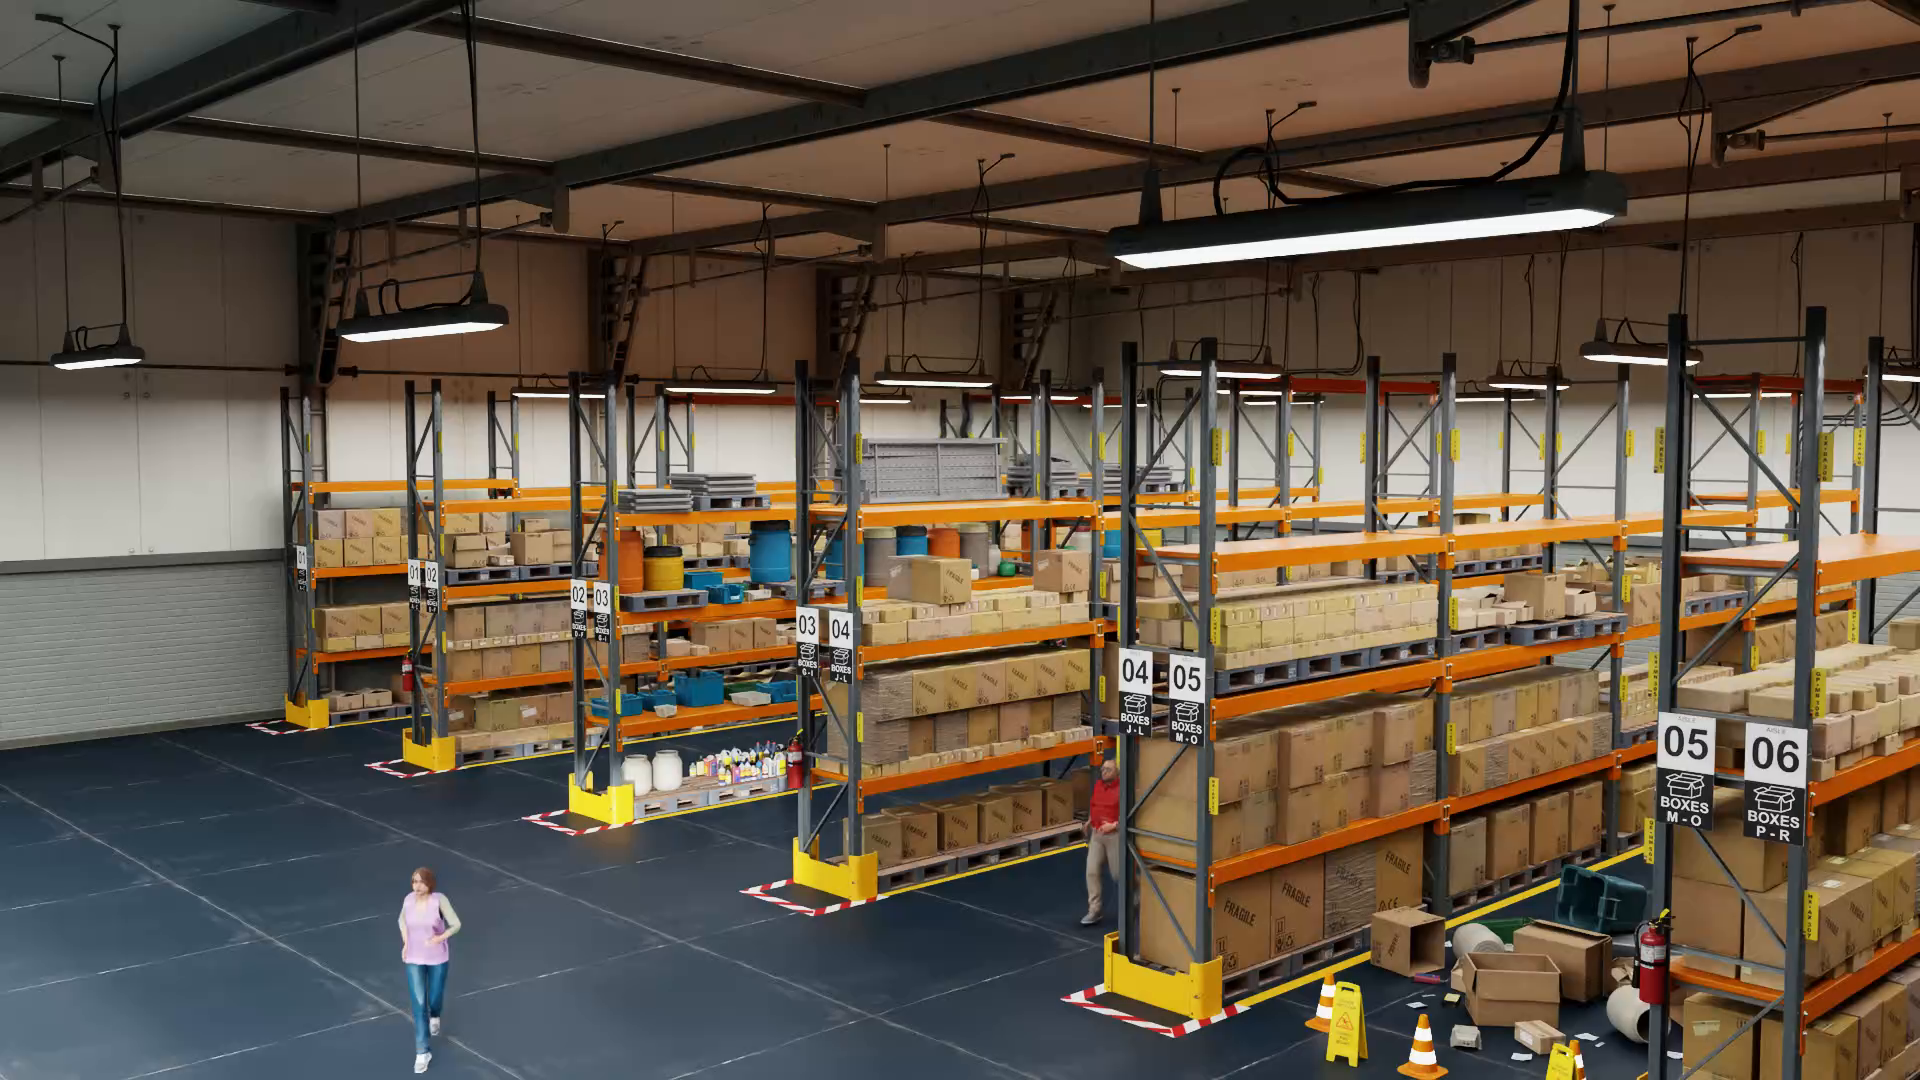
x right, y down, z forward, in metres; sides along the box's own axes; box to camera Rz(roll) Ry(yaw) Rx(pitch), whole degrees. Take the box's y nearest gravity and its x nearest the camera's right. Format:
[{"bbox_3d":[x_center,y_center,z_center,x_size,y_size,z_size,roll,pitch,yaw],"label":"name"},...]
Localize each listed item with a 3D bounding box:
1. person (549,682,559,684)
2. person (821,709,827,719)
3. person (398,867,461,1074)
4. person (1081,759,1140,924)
[{"bbox_3d":[-7.137,2.505,29.404,0.779,1.590,0.551,-3,5,-38],"label":"person"},{"bbox_3d":[-2.055,2.536,28.110,0.538,1.694,0.706,2,4,34],"label":"person"},{"bbox_3d":[-4.396,3.494,13.772,0.526,1.592,0.815,-1,4,-8],"label":"person"},{"bbox_3d":[1.606,3.169,17.698,0.691,1.701,0.929,3,5,40],"label":"person"}]
